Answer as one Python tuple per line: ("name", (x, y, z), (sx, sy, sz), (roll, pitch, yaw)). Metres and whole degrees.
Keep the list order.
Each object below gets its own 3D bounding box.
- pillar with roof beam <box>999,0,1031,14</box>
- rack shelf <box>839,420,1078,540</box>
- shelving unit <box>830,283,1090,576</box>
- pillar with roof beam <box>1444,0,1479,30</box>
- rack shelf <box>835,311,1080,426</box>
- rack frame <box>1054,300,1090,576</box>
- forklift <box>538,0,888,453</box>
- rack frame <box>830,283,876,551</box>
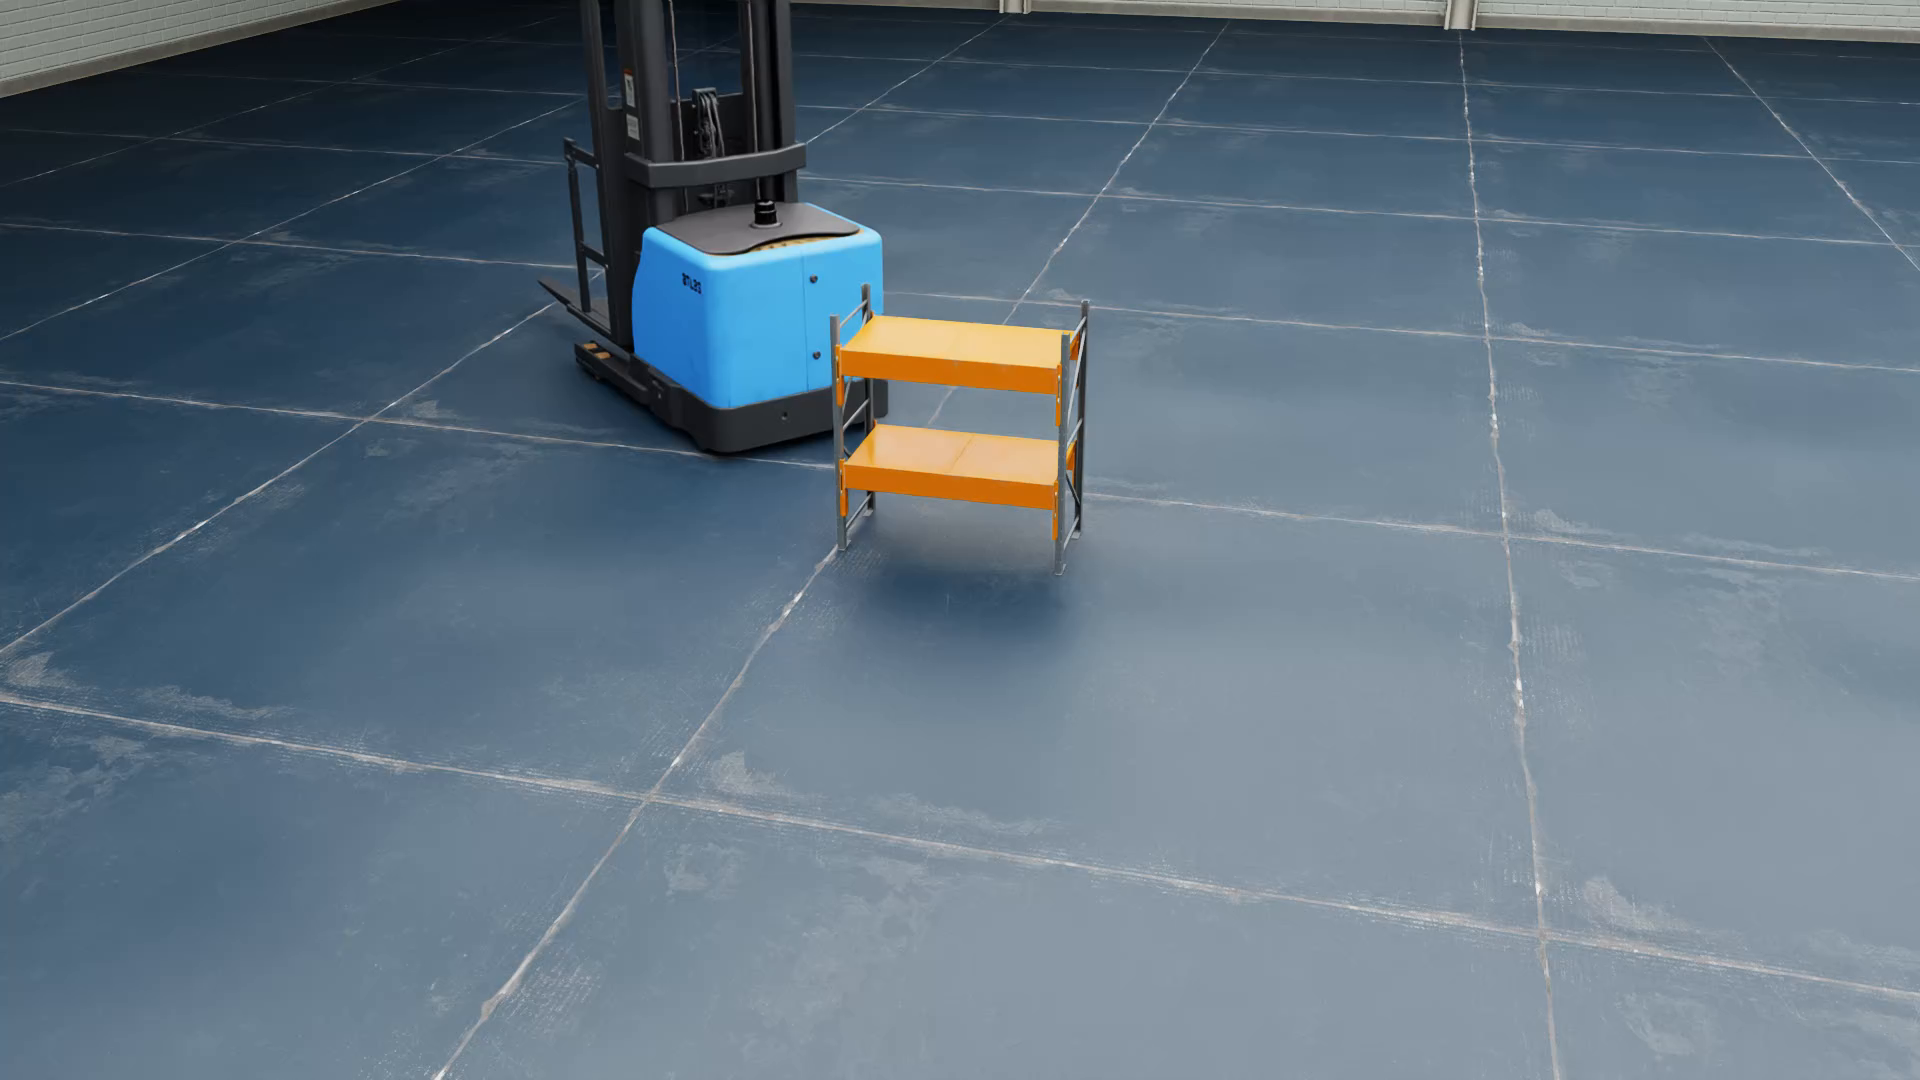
("pillar with roof beam", (-0.296, -9.668, 17.589), (0.400, 9.000, 9.100), (6, 26, 13))
("rack shelf", (0.007, -0.286, 7.612), (1.000, 0.278, 0.538), (6, 26, 13))
("shelving unit", (0.007, -0.507, 7.507), (1.048, 1.125, 0.538), (6, 26, 13))
("pillar with roof beam", (5.515, -9.026, 16.240), (0.400, 9.000, 9.100), (6, 26, 13))
("rack shelf", (0.007, -0.771, 7.381), (1.000, 0.278, 0.538), (6, 26, 13))
("rack frame", (0.499, -0.453, 7.392), (0.032, 1.125, 0.500), (6, 26, 13))
("forklift", (-1.623, -2.355, 9.287), (1.130, 2.935, 3.031), (-16, 30, -30))
("rack frame", (-0.486, -0.562, 7.621), (0.032, 1.125, 0.500), (6, 26, 13))
